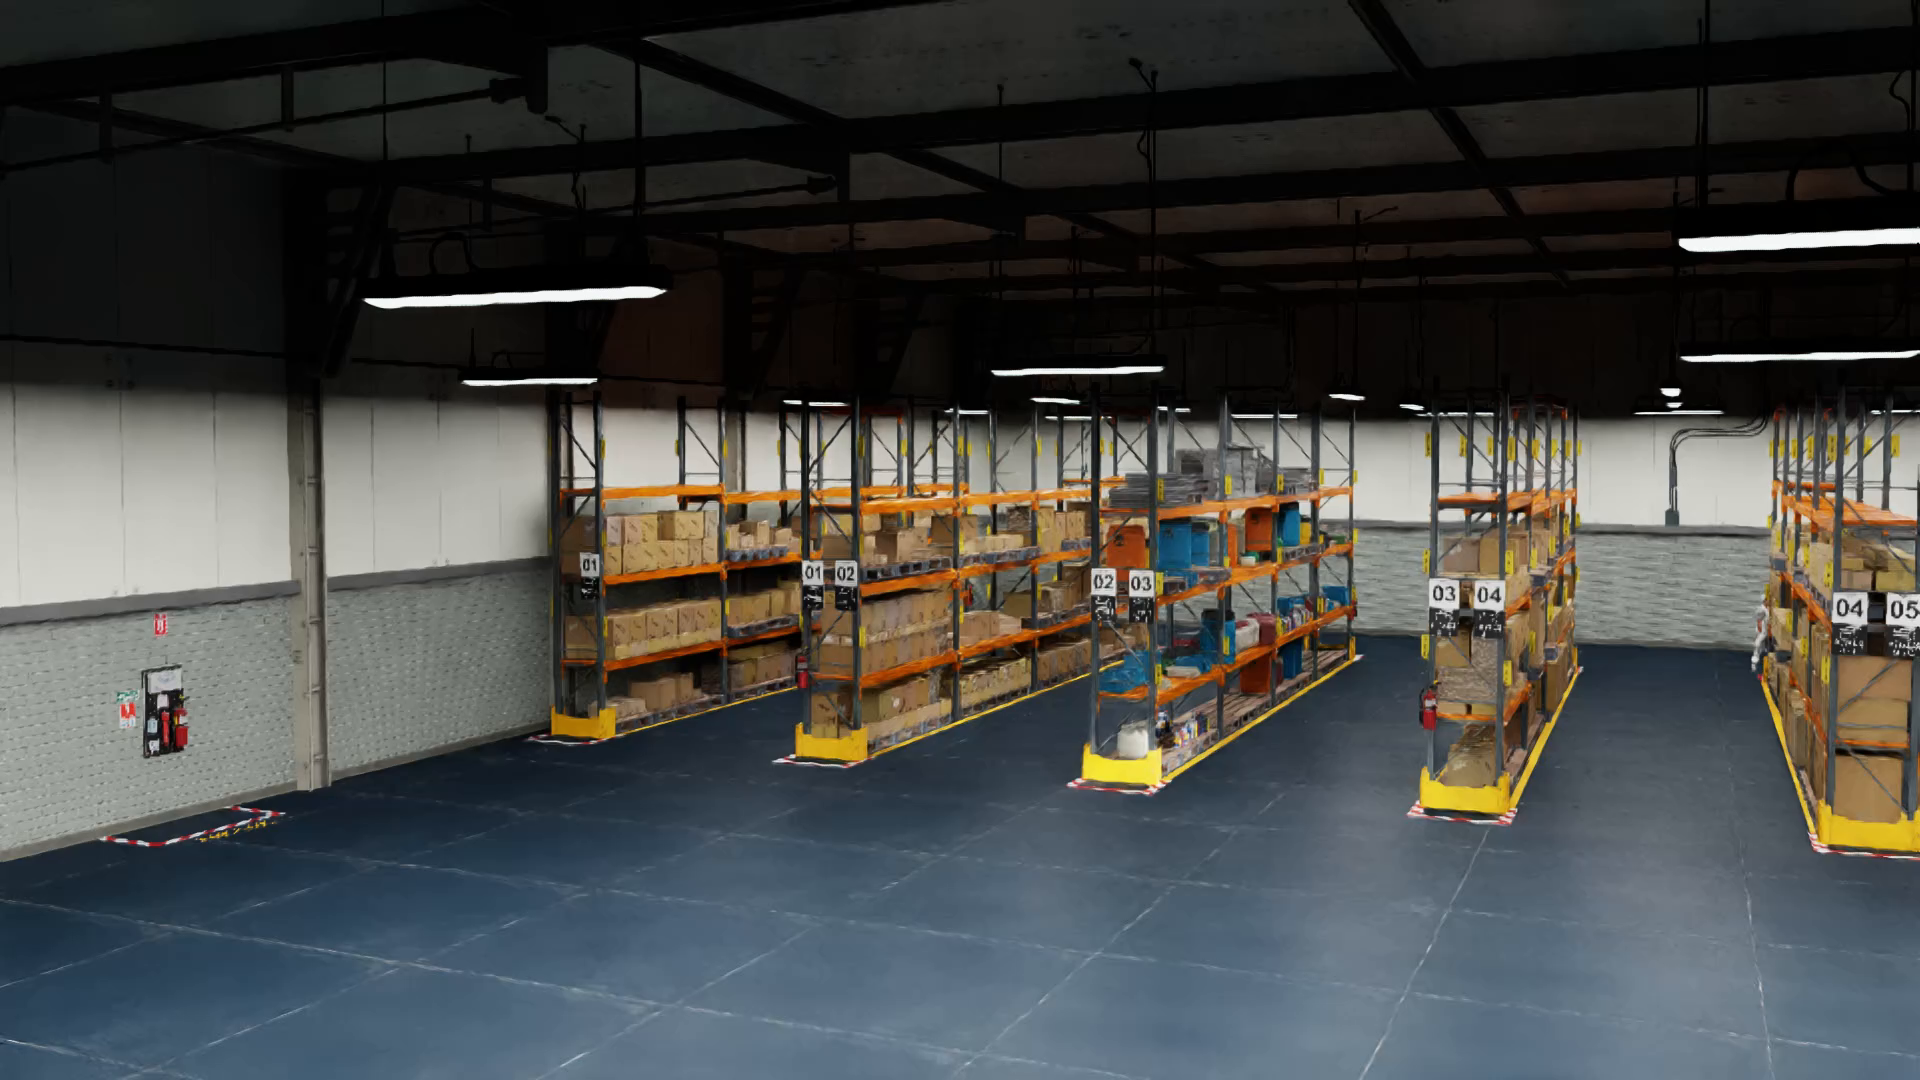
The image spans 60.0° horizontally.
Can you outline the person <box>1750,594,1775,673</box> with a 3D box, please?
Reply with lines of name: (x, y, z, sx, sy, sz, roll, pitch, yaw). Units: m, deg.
person: (17.879, 2.062, 36.846, 0.710, 1.785, 0.532, -2, 4, -31)
